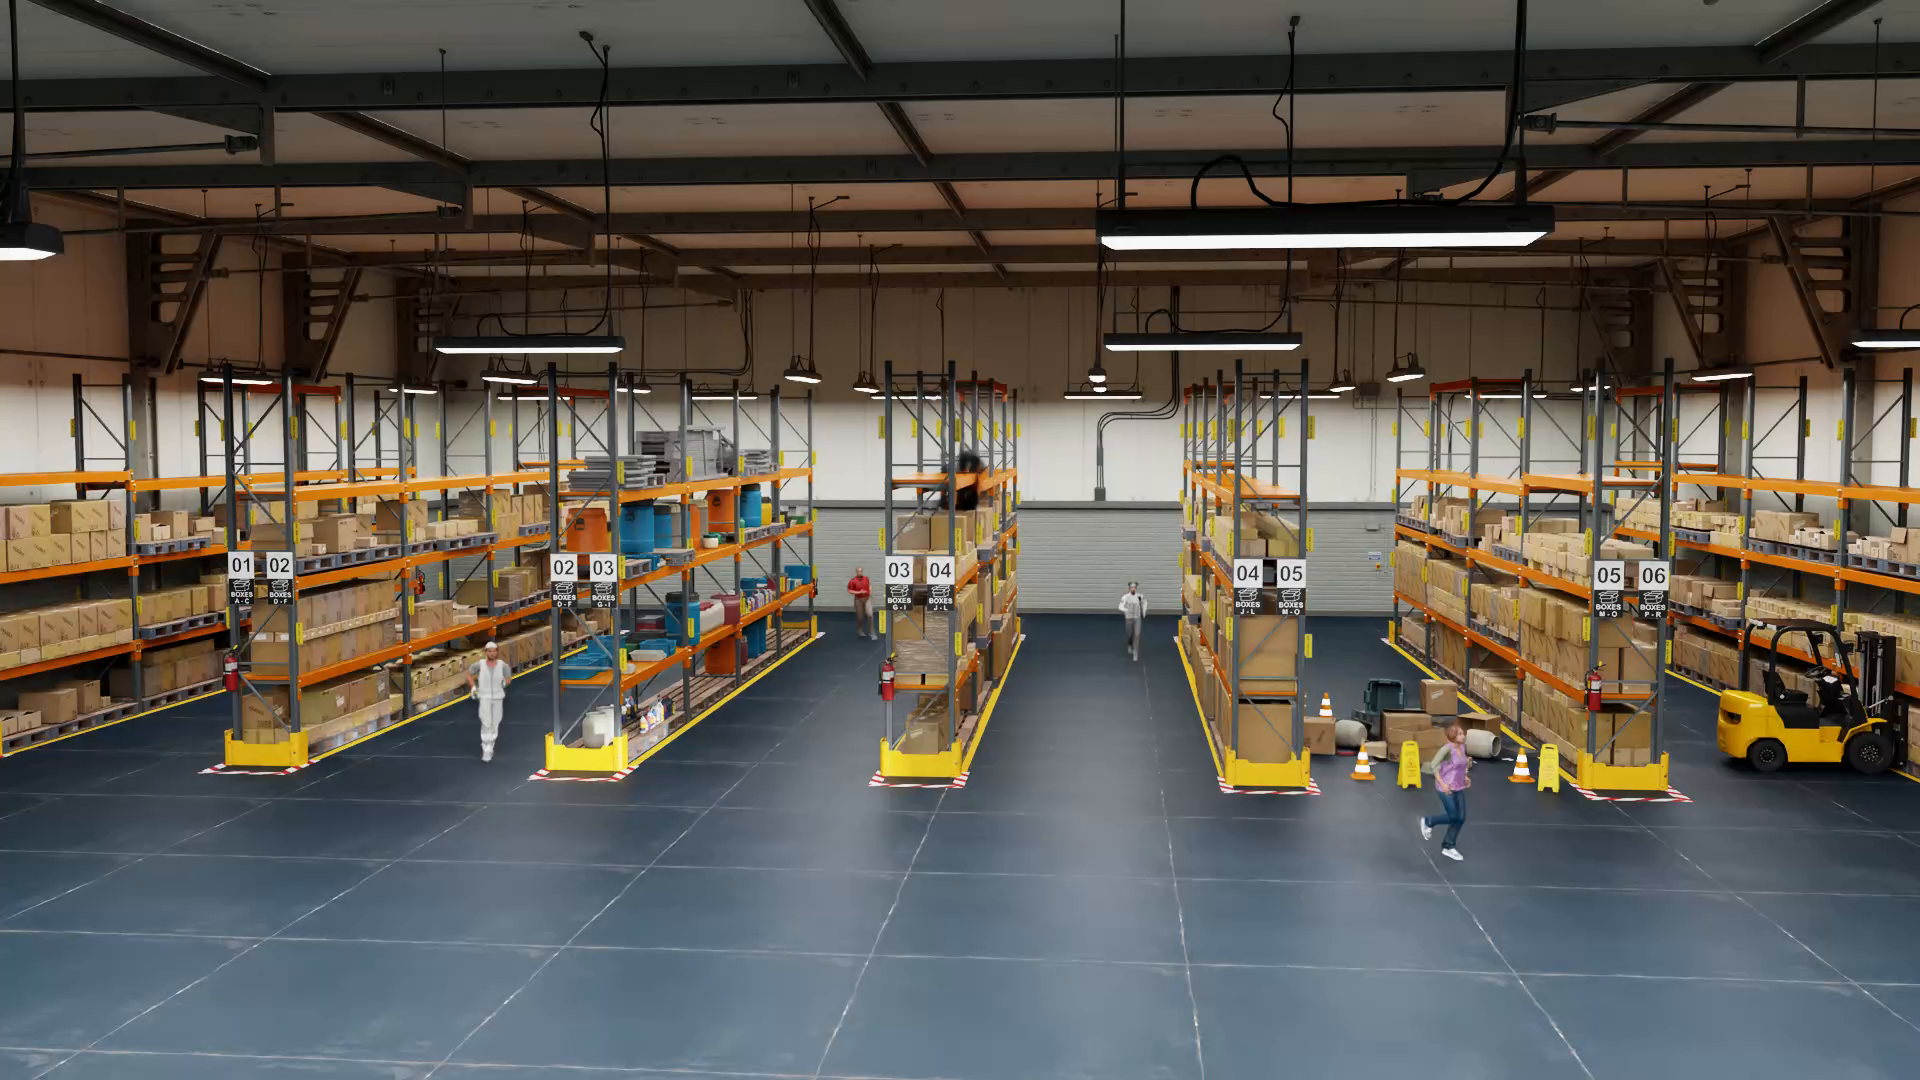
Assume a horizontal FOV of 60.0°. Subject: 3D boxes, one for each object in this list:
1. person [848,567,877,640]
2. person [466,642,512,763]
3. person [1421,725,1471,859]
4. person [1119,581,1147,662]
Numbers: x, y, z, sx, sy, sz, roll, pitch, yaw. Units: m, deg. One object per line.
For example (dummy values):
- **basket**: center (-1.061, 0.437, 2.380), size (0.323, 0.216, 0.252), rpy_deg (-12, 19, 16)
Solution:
- **person**: center (-2.402, 1.523, 40.023), size (0.659, 1.741, 0.864), rpy_deg (-2, 4, -22)
- **person**: center (-7.122, 2.457, 25.258), size (0.632, 1.830, 0.754), rpy_deg (-2, 4, -27)
- **person**: center (5.740, 2.945, 19.638), size (0.560, 1.566, 0.573), rpy_deg (-3, 5, -40)
- **person**: center (3.801, 1.753, 36.488), size (0.632, 1.727, 0.900), rpy_deg (0, 4, 3)
